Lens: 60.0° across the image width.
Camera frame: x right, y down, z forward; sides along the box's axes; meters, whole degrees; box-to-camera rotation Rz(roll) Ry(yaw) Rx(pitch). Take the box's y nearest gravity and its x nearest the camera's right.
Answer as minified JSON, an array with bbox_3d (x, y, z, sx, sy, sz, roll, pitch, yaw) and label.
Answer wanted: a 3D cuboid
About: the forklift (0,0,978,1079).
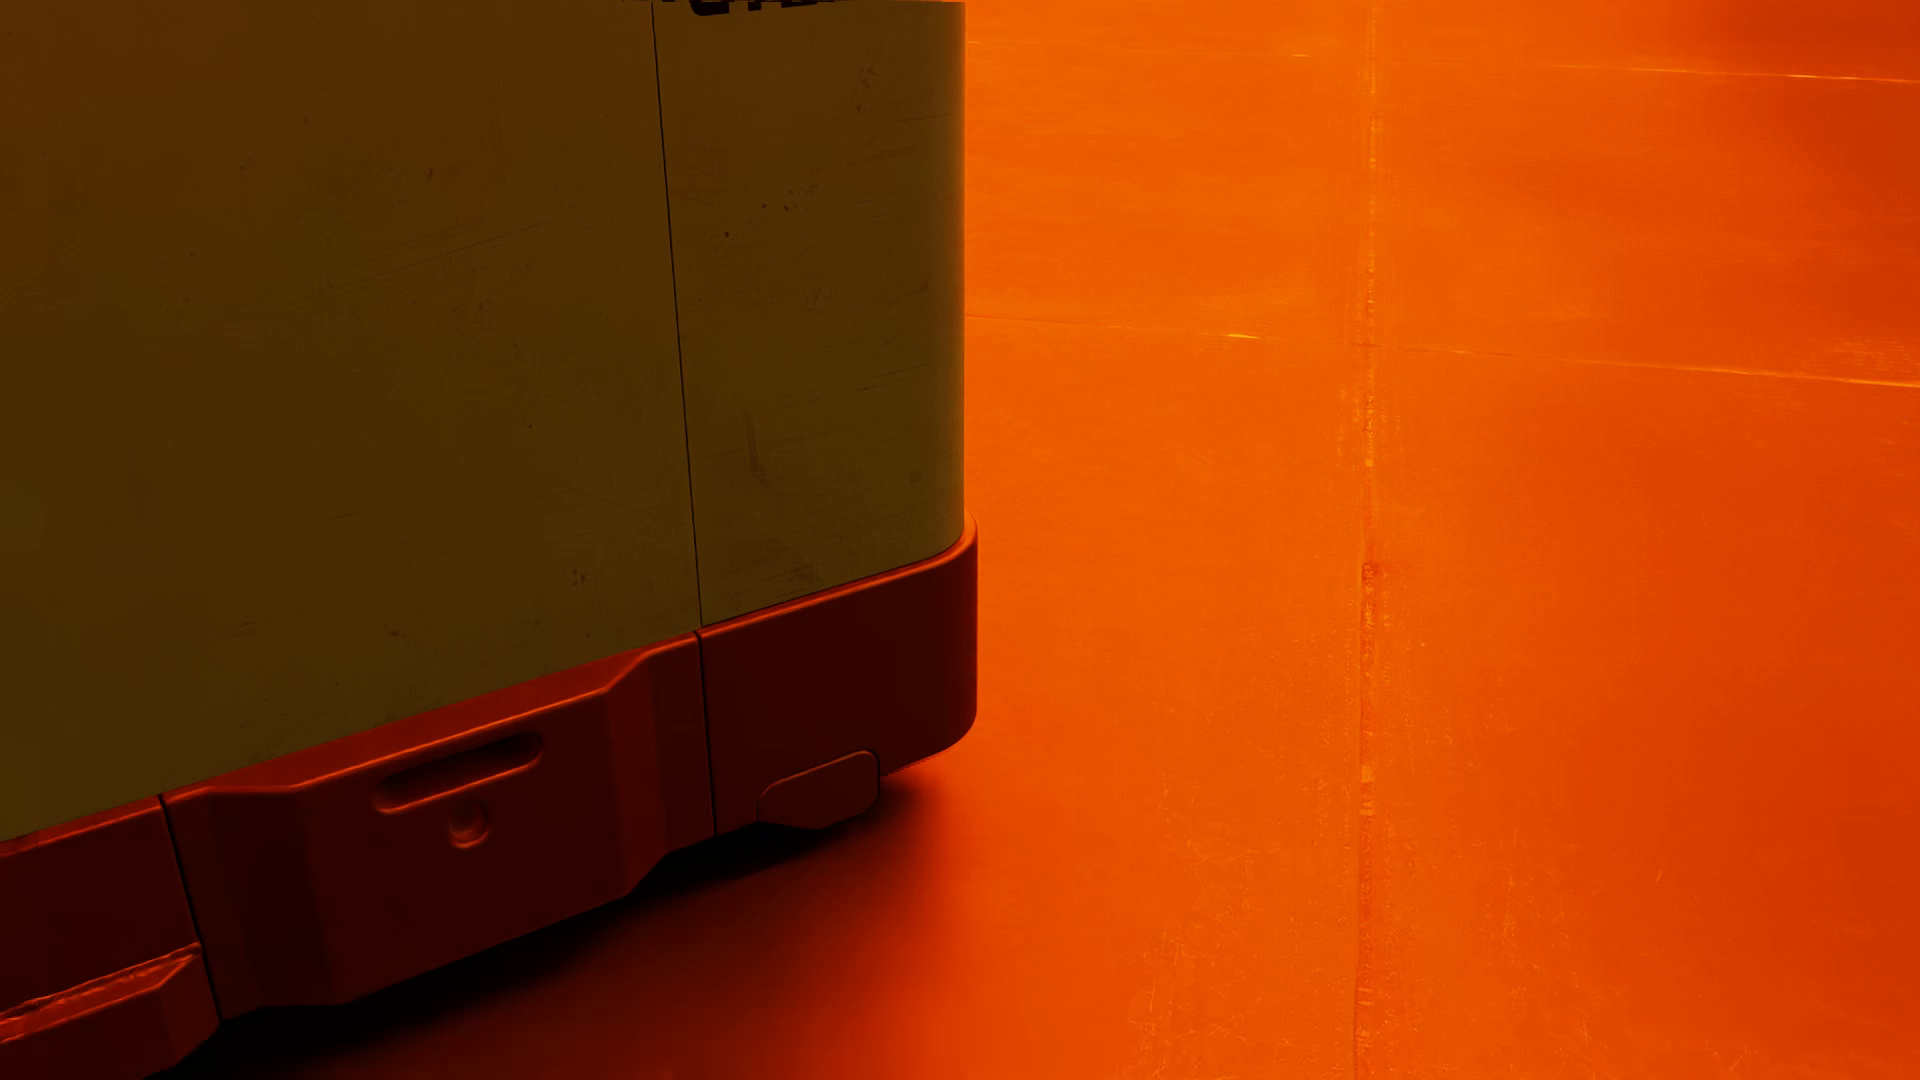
[{"bbox_3d":[-1.489,-0.847,0.925,3.031,2.935,1.130,-17,31,-30],"label":"forklift"}]
